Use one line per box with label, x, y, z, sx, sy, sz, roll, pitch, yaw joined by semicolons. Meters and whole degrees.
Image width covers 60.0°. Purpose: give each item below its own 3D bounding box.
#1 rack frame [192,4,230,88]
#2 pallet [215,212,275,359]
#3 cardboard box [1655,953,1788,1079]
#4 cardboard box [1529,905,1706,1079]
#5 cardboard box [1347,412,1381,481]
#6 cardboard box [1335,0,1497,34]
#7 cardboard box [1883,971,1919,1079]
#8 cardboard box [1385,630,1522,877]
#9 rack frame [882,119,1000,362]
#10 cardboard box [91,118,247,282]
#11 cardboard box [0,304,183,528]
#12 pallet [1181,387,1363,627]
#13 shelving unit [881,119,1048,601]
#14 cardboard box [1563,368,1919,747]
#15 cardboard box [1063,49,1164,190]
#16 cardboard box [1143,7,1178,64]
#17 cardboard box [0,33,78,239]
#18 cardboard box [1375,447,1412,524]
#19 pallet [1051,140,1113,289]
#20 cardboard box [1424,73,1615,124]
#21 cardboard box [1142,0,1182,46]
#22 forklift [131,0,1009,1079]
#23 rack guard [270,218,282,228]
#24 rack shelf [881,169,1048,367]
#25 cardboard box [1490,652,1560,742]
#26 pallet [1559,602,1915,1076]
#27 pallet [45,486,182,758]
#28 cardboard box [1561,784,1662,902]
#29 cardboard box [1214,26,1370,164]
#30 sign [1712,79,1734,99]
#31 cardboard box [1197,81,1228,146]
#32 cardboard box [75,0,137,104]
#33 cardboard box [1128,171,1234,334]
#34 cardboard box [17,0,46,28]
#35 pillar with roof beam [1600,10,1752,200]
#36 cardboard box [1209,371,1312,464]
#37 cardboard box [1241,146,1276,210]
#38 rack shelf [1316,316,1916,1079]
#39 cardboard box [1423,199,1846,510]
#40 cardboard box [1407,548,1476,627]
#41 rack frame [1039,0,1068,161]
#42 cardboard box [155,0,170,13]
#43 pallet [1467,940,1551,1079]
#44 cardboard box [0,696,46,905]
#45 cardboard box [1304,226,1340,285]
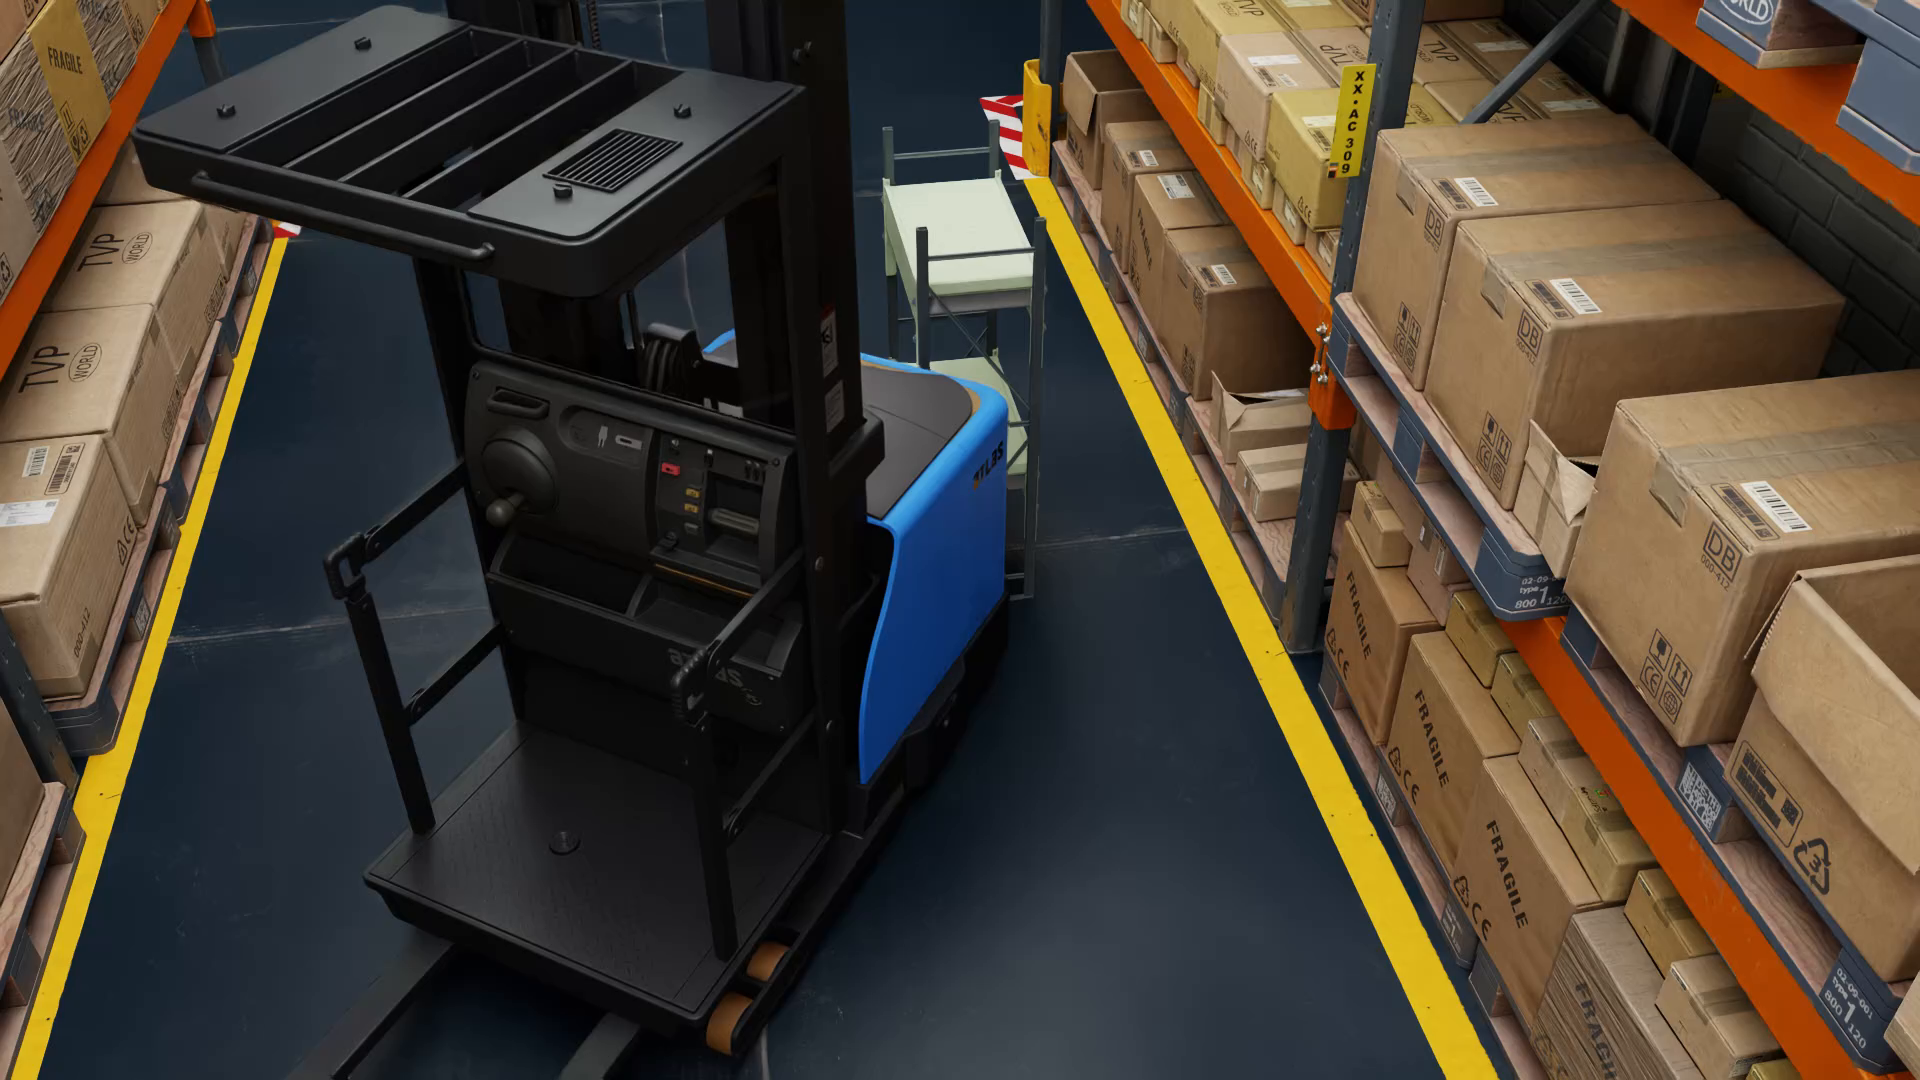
rack frame;-3.973;-2.753;7.348;1.000;3.000;0.127;-6;38;-8
pallet;-3.756;-1.177;7.593;1.003;0.211;1.213;-6;38;-8
cardboard box;1.775;1.033;3.641;0.380;0.149;0.250;-8;39;-10
cardboard box;1.749;1.201;3.954;0.500;0.500;0.500;-8;38;-10
cardboard box;1.731;-0.401;6.171;0.500;0.311;0.500;-5;38;-6
cardboard box;1.610;-1.873;6.096;0.500;0.250;0.500;-5;38;-7
cardboard box;1.812;0.834;2.511;0.500;0.250;0.500;-8;39;-10
cardboard box;1.581;0.585;4.747;0.500;0.500;0.500;-7;38;-9
rack frame;-0.063;-0.809;6.069;0.400;1.500;0.023;-6;38;-8
cardboard box;-3.759;-1.519;7.506;0.875;0.438;0.875;-7;38;-9
cardboard box;-3.434;-0.422;6.095;0.875;0.438;0.875;-7;38;-9
pallet;1.495;-0.186;6.318;1.003;0.211;1.213;-6;38;-8
shelving unit;0.001;-0.588;5.785;0.431;1.500;0.755;-6;38;-8
cardboard box;1.708;0.025;3.349;0.700;0.500;0.500;-6;38;-8
cardboard box;0.927;-2.089;8.187;0.797;0.503;0.637;-8;38;-10
cardboard box;0.944;-2.021;6.612;0.380;0.149;0.250;-5;38;-7
cardboard box;-3.261;-1.293;5.388;0.500;0.500;0.500;-6;38;-8
cardboard box;1.475;-0.186;4.969;0.380;0.149;0.250;-7;38;-9
pallet;1.067;-1.660;8.215;1.003;0.211;1.213;-6;38;-8
cardboard box;1.794;-1.259;5.306;0.500;0.250;0.500;-7;38;-8
cardboard box;1.019;-2.127;6.423;0.500;0.250;0.500;-7;38;-9
forklift;-0.932;-0.086;3.972;1.130;2.935;3.031;16;41;20
rack guard;-3.977;-1.780;8.134;1.175;0.500;0.348;-6;38;-8
rack shelf;0.001;-0.896;5.545;0.431;0.370;0.720;-6;38;-8
cardboard box;1.658;0.414;4.438;0.380;0.149;0.250;-7;38;-9
pallet;1.970;0.445;3.389;1.003;0.211;1.213;-6;38;-8
pallet;-3.328;0.297;5.696;1.003;0.211;1.213;-6;38;-8
cardboard box;1.706;0.720;4.045;0.380;0.149;0.250;-5;38;-6
cardboard box;1.183;-1.513;5.633;0.500;0.250;0.500;-6;38;-8
sign;2.160;-1.392;4.653;0.100;0.325;0.005;-6;38;-8
cardboard box;1.082;-1.561;6.019;0.380;0.149;0.250;-7;38;-9
cardboard box;-3.455;-1.915;6.188;0.500;0.500;0.500;-5;38;-7
cardboard box;1.033;-1.237;7.093;0.500;0.500;0.500;-6;38;-7
cardboard box;-3.364;-2.006;5.491;0.500;0.500;0.500;-6;38;-8
pillar with roof beam;-1.858;-3.296;3.158;9.100;9.000;0.400;-6;38;-8
cardboard box;1.165;-0.480;6.308;0.396;0.266;0.258;-5;38;-6
cardboard box;1.174;-1.248;5.617;0.380;0.149;0.250;-5;38;-7
rack shelf;1.965;0.619;3.594;1.077;0.370;4.000;-6;38;-8
cardboard box;1.570;-0.449;3.959;0.700;0.500;0.500;-6;38;-7
cardboard box;1.540;0.097;4.847;0.380;0.149;0.250;-7;38;-9
rack frame;0.913;-3.289;8.038;1.000;3.000;0.127;-6;38;-8
cardboard box;-3.628;-2.529;6.979;0.500;0.500;0.500;-6;38;-8
pallet;2.012;1.454;4.206;1.003;0.211;1.213;-6;38;-8
cardboard box;-3.084;0.702;4.290;0.875;0.875;0.875;-5;38;-7
cardboard box;1.310;-0.939;5.219;0.380;0.149;0.250;-6;38;-7
